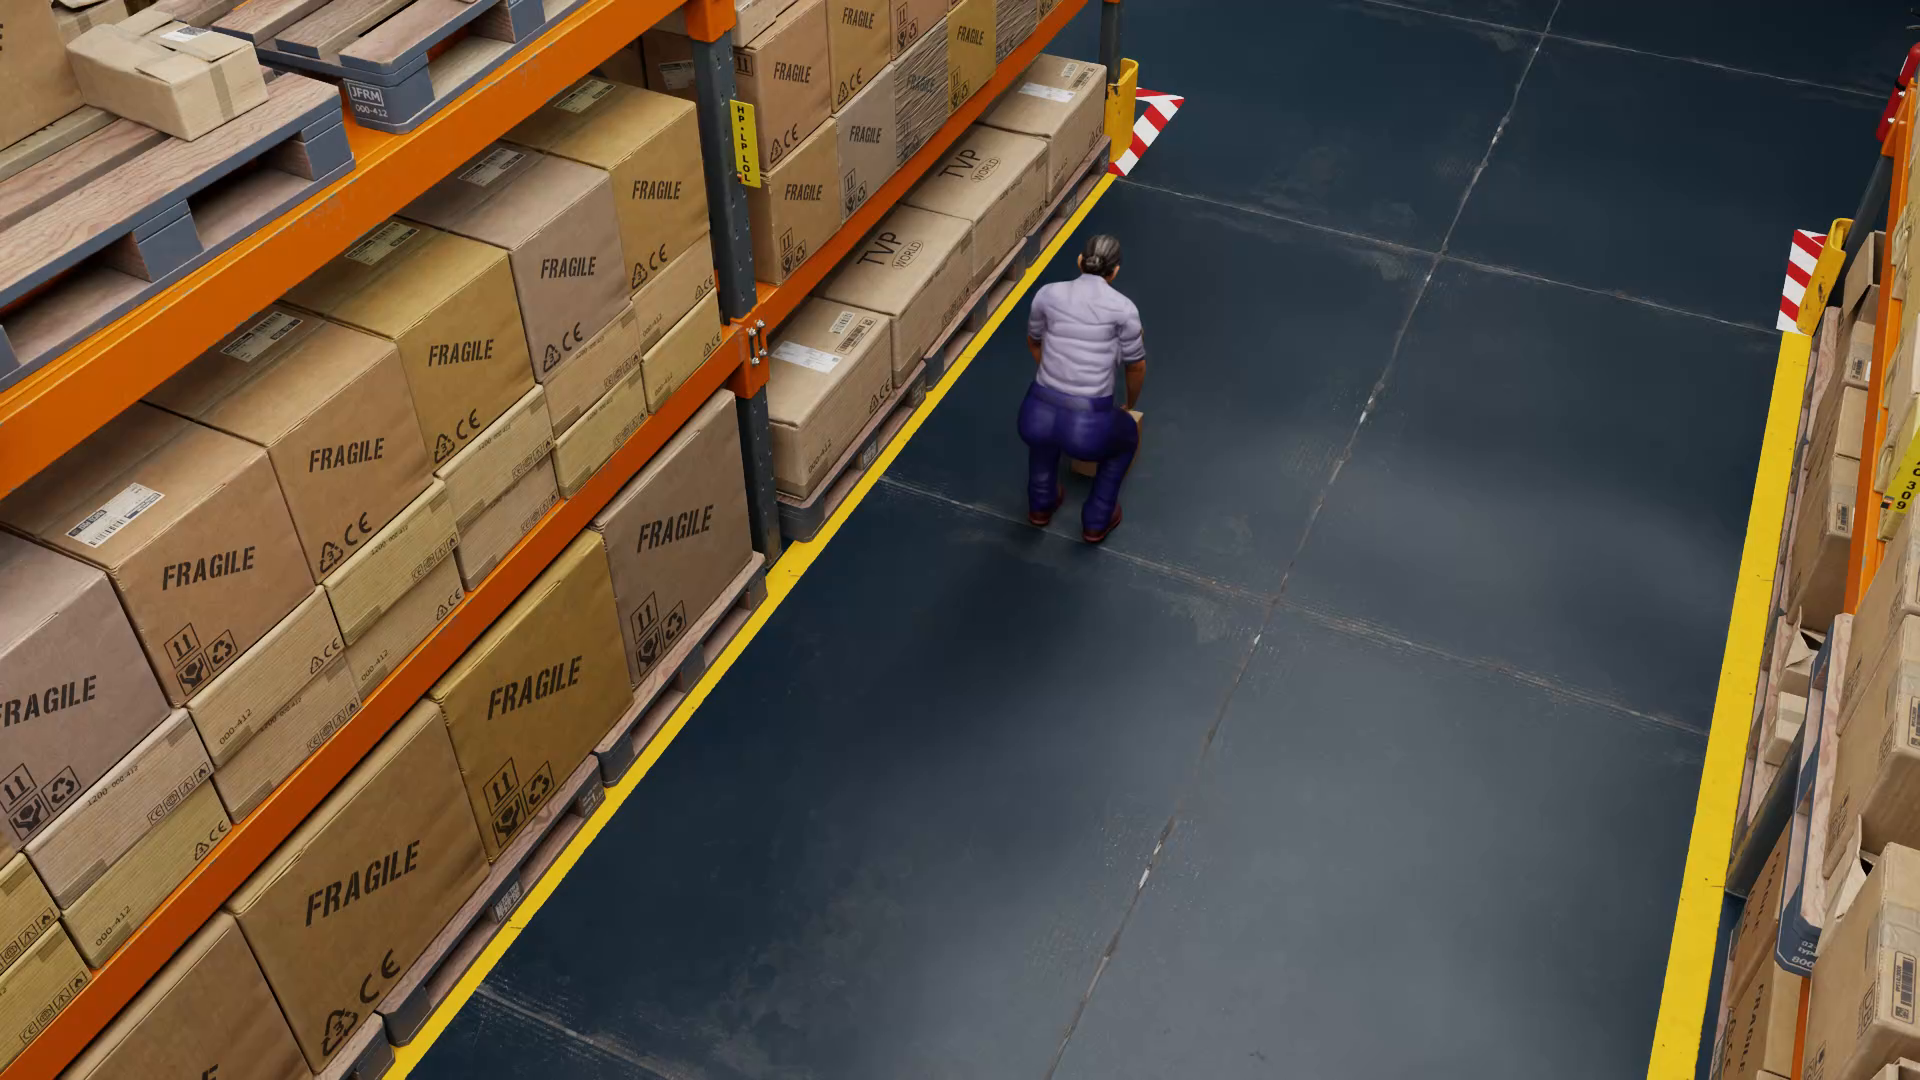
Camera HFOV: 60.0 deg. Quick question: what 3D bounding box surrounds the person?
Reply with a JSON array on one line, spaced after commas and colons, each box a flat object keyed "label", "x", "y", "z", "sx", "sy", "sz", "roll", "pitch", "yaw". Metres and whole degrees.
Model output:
[{"label": "person", "x": 0.485, "y": -0.603, "z": 7.091, "sx": 0.534, "sy": 1.312, "sz": 0.688, "roll": 18, "pitch": 45, "yaw": 18}]
